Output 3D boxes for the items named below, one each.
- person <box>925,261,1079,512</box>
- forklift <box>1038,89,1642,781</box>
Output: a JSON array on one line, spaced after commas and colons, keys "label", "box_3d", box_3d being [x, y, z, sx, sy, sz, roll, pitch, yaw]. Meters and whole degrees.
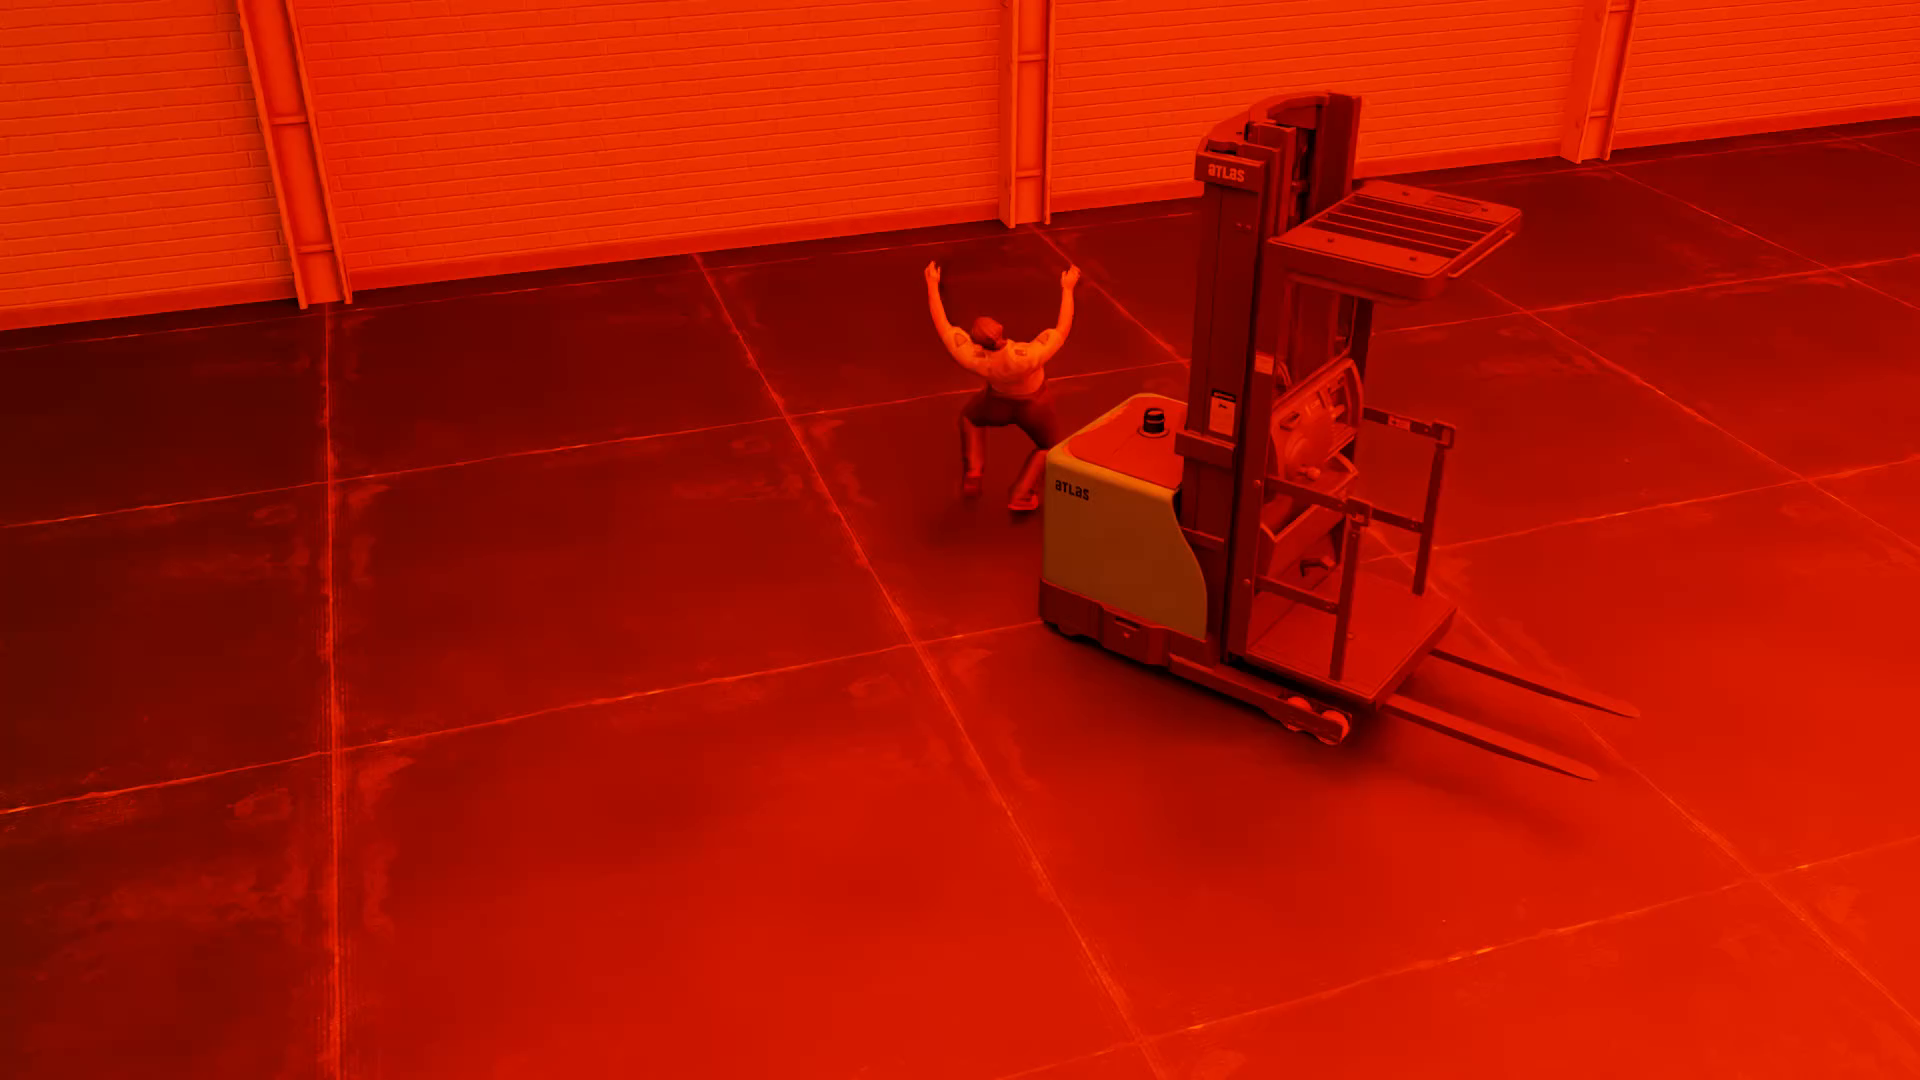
[{"label": "person", "box_3d": [0.213, -0.888, 10.050, 0.897, 1.545, 0.710, 8, 31, 14]}, {"label": "forklift", "box_3d": [1.917, -0.555, 8.051, 3.031, 2.935, 1.130, 20, 36, 31]}]
